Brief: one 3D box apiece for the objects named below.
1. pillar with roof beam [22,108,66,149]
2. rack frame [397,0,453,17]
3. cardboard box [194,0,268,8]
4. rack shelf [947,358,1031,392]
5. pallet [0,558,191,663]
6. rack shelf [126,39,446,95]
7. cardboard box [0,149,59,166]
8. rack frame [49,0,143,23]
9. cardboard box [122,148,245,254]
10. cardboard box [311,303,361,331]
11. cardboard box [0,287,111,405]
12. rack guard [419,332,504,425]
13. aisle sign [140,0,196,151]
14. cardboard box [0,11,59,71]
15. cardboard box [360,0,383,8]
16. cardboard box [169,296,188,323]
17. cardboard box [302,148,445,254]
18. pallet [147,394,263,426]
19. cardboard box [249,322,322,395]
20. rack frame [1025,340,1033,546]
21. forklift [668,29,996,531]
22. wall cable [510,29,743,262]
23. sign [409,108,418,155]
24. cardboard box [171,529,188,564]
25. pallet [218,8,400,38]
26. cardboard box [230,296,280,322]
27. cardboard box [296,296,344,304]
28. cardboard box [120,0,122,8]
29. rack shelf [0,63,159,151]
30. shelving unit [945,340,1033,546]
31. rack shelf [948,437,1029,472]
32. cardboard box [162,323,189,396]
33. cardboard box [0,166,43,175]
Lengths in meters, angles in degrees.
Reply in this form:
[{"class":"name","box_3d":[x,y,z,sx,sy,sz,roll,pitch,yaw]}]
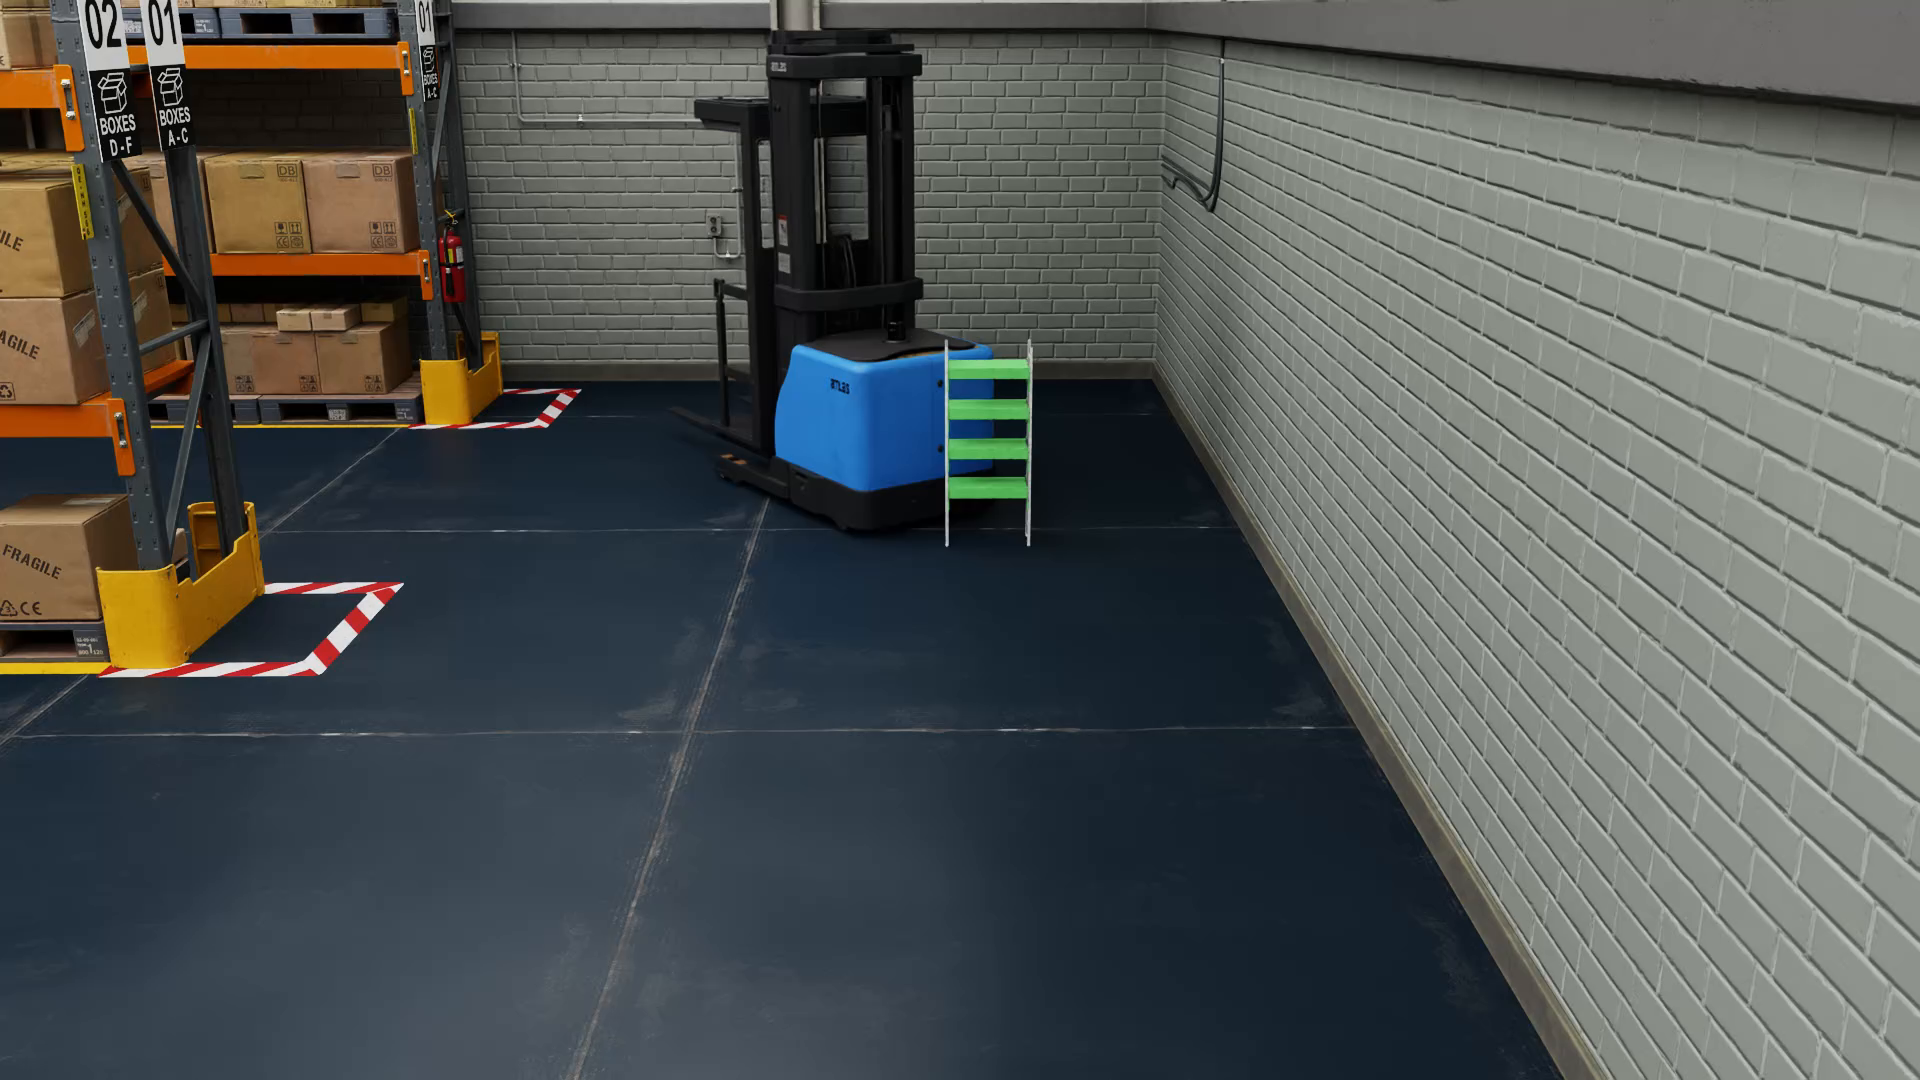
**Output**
[{"class":"pillar with roof beam","box_3d":[-7.240,-4.283,8.668,0.400,9.000,9.100,0,18,-1]},{"class":"rack frame","box_3d":[-3.994,-5.350,11.992,0.127,3.000,1.000,0,18,-1]},{"class":"cardboard box","box_3d":[-5.243,-4.010,12.121,0.500,0.250,0.500,-1,18,-3]},{"class":"rack shelf","box_3d":[0.166,-0.968,9.740,0.480,0.148,0.258,0,18,-1]},{"class":"pallet","box_3d":[-4.786,0.352,8.604,1.213,0.211,1.003,0,18,-1]},{"class":"rack shelf","box_3d":[-5.994,-3.569,12.530,4.000,0.370,1.077,0,18,-1]},{"class":"cardboard box","box_3d":[-7.451,-2.614,12.795,0.700,0.700,0.980,0,18,0]},{"class":"rack frame","box_3d":[-3.912,-3.837,7.276,0.127,3.000,1.000,0,18,-1]},{"class":"cardboard box","box_3d":[-5.994,-2.623,12.821,0.700,0.700,0.980,-1,18,-4]},{"class":"cardboard box","box_3d":[-4.818,-1.721,12.846,0.250,0.149,0.380,0,18,-2]},{"class":"cardboard box","box_3d":[-4.356,-0.943,7.911,0.500,0.500,0.500,0,18,1]},{"class":"rack guard","box_3d":[-3.970,-1.303,13.291,0.348,0.500,1.175,0,18,-1]},{"class":"aisle sign","box_3d":[-3.849,-2.308,8.076,0.004,0.787,0.394,0,18,-1]},{"class":"cardboard box","box_3d":[-4.422,-2.254,7.498,0.500,0.250,0.500,0,18,-1]},{"class":"cardboard box","box_3d":[-4.728,-4.169,12.617,0.500,0.250,0.500,1,18,2]},{"class":"cardboard box","box_3d":[-6.092,-1.832,13.190,0.250,0.149,0.380,-1,18,-2]},{"class":"cardboard box","box_3d":[-4.504,-2.630,12.846,0.700,0.700,0.980,1,18,2]},{"class":"pallet","box_3d":[-6.009,-1.133,13.233,1.213,0.211,1.003,0,18,-1]},{"class":"cardboard box","box_3d":[-5.193,-1.466,13.113,0.500,0.500,0.700,0,18,-1]},{"class":"rack frame","box_3d":[0.409,-0.573,9.870,0.015,1.200,0.240,0,18,-1]},{"class":"forklift","box_3d":[-1.031,-1.845,10.999,1.130,2.935,3.031,-12,21,-33]},{"class":"wall cable","box_3d":[-2.729,-3.272,13.673,1.851,1.984,0.084,0,18,-1]},{"class":"sign","box_3d":[-4.000,-2.991,12.179,0.005,0.325,0.100,0,18,-1]},{"class":"cardboard box","box_3d":[-4.337,0.065,8.882,0.250,0.149,0.380,0,18,-1]},{"class":"pallet","box_3d":[-4.736,-3.872,12.443,1.213,0.211,1.003,0,18,-1]},{"class":"cardboard box","box_3d":[-5.582,-1.834,13.198,0.250,0.149,0.380,0,18,0]},{"class":"cardboard box","box_3d":[-5.077,-1.837,13.205,0.250,0.149,0.380,0,18,-1]},{"class":"cardboard box","box_3d":[-6.276,-4.004,12.102,0.500,0.250,0.500,-1,18,-2]},{"class":"rack shelf","box_3d":[-5.912,-2.056,7.814,4.000,0.370,1.077,0,18,-1]},{"class":"shelving unit","box_3d":[0.166,-0.572,9.867,0.503,1.200,0.258,0,18,-1]},{"class":"rack shelf","box_3d":[0.166,-0.511,9.886,0.480,0.148,0.258,0,18,-1]},{"class":"cardboard box","box_3d":[-6.229,-1.459,13.090,0.500,0.500,0.700,0,18,0]},{"class":"cardboard box","box_3d":[-4.883,-1.577,8.254,0.500,0.500,0.500,0,18,0]}]
